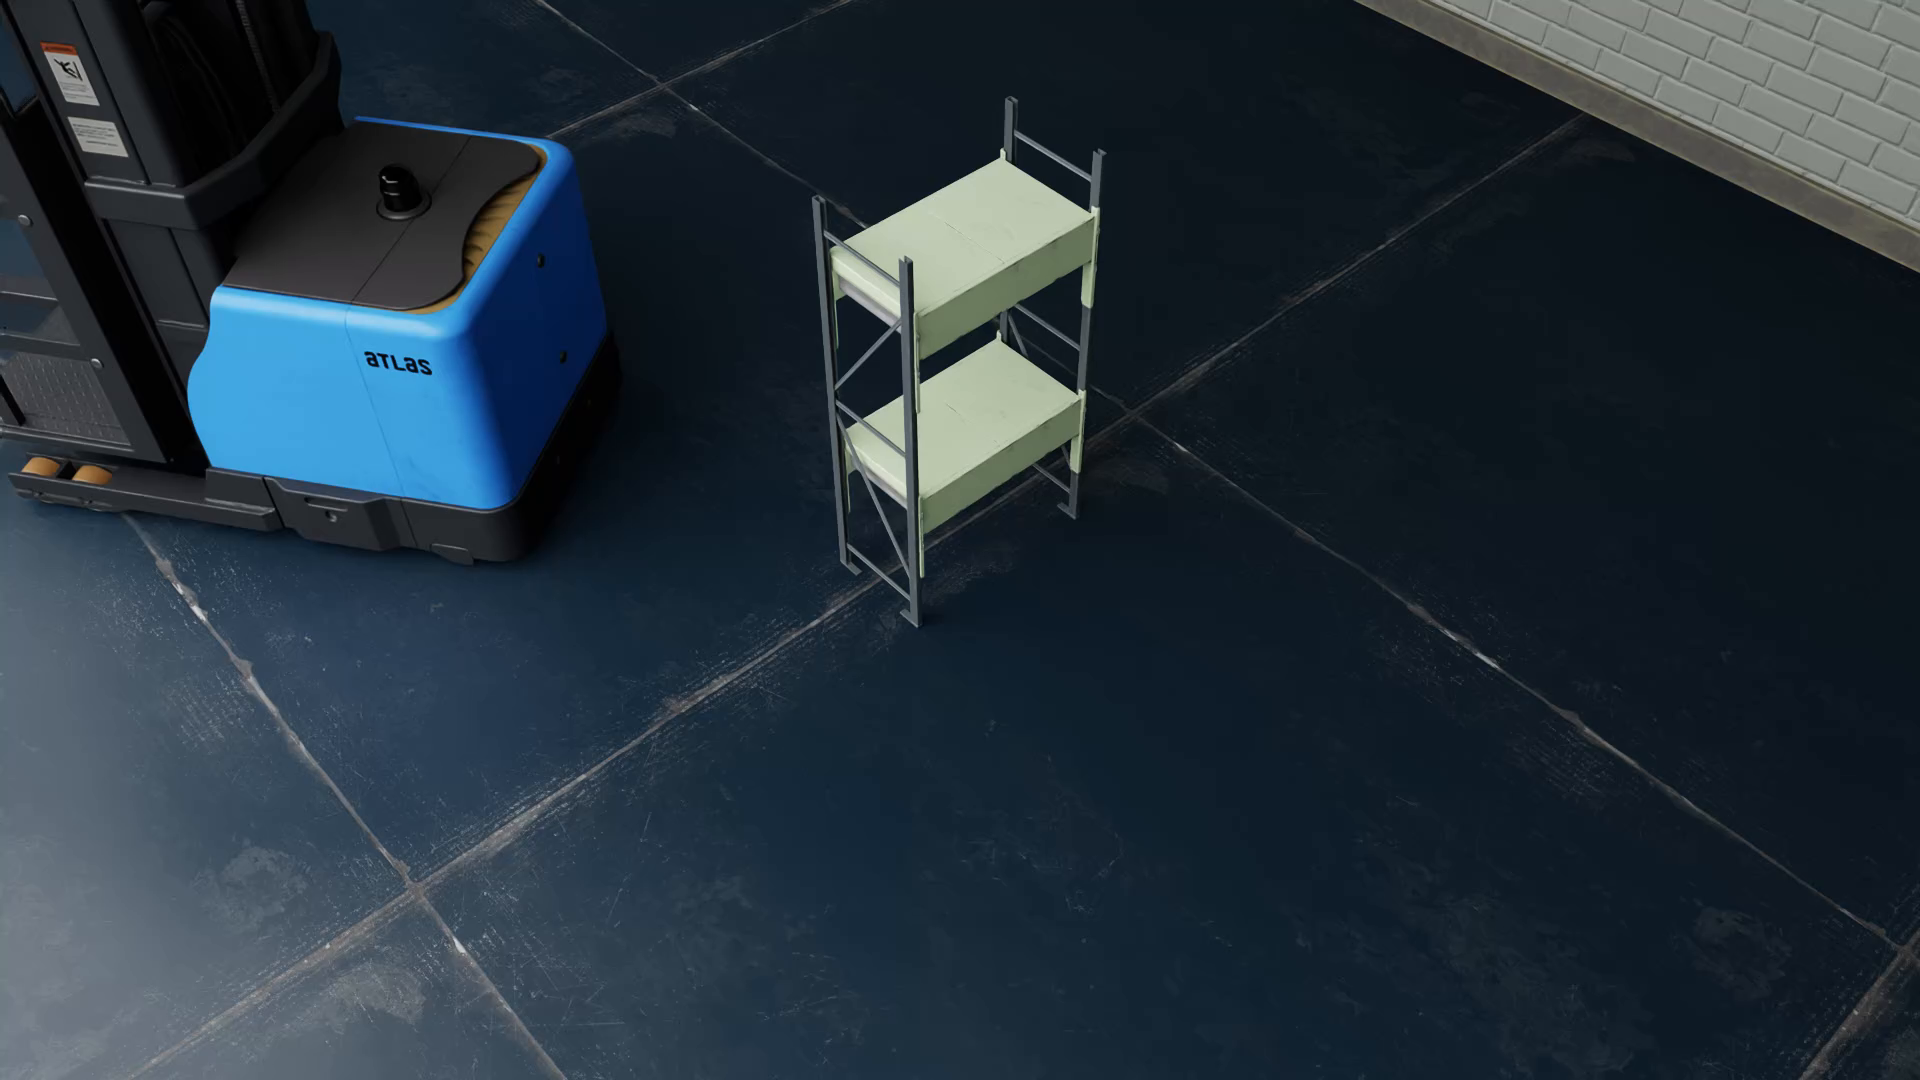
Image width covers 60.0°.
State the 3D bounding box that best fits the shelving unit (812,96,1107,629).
[{"bbox_3d":[0.005,-0.512,5.202,0.755,1.500,0.431,-34,56,-27],"label":"shelving unit"}]

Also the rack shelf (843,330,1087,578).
[{"bbox_3d":[0.005,-0.291,5.441,0.720,0.370,0.431,-34,56,-27],"label":"rack shelf"}]

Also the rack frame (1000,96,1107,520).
[{"bbox_3d":[0.276,-0.693,5.369,0.023,1.500,0.400,-34,56,-27],"label":"rack frame"}]

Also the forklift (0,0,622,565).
[{"bbox_3d":[-2.834,-1.465,5.107,3.031,2.935,1.130,9,48,8],"label":"forklift"}]

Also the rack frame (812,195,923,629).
[{"bbox_3d":[-0.266,-0.331,5.035,0.023,1.500,0.400,-34,56,-27],"label":"rack frame"}]

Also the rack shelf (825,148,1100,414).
[{"bbox_3d":[0.005,-0.777,4.915,0.720,0.370,0.431,-34,56,-27],"label":"rack shelf"}]
